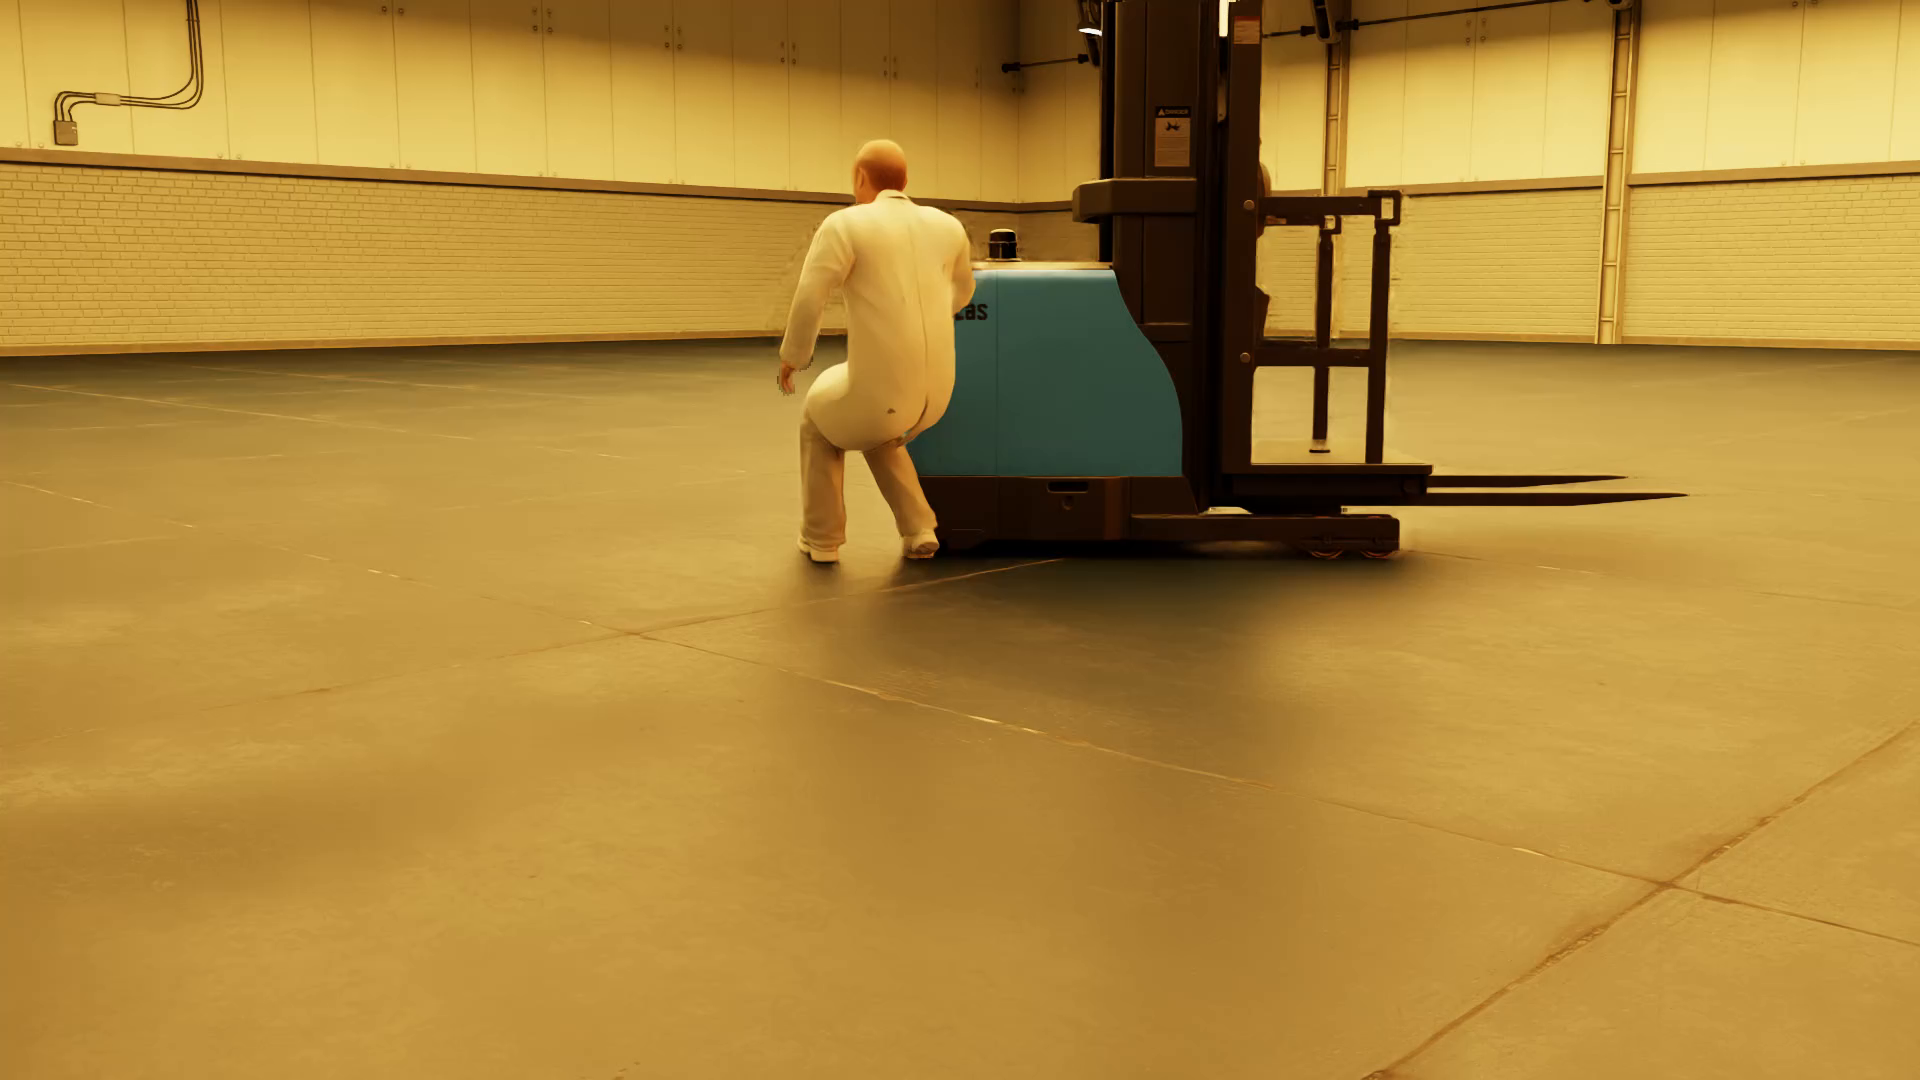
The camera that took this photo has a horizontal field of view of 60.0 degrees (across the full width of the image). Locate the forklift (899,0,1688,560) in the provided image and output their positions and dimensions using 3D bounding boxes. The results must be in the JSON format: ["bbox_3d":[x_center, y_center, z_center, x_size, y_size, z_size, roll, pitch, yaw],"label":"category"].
[{"bbox_3d":[1.286,-1.456,6.540,3.031,2.935,1.130,0,9,0],"label":"forklift"}]

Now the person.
[{"bbox_3d":[-0.395,-0.614,5.963,0.836,1.573,0.923,-7,11,-40],"label":"person"}]
